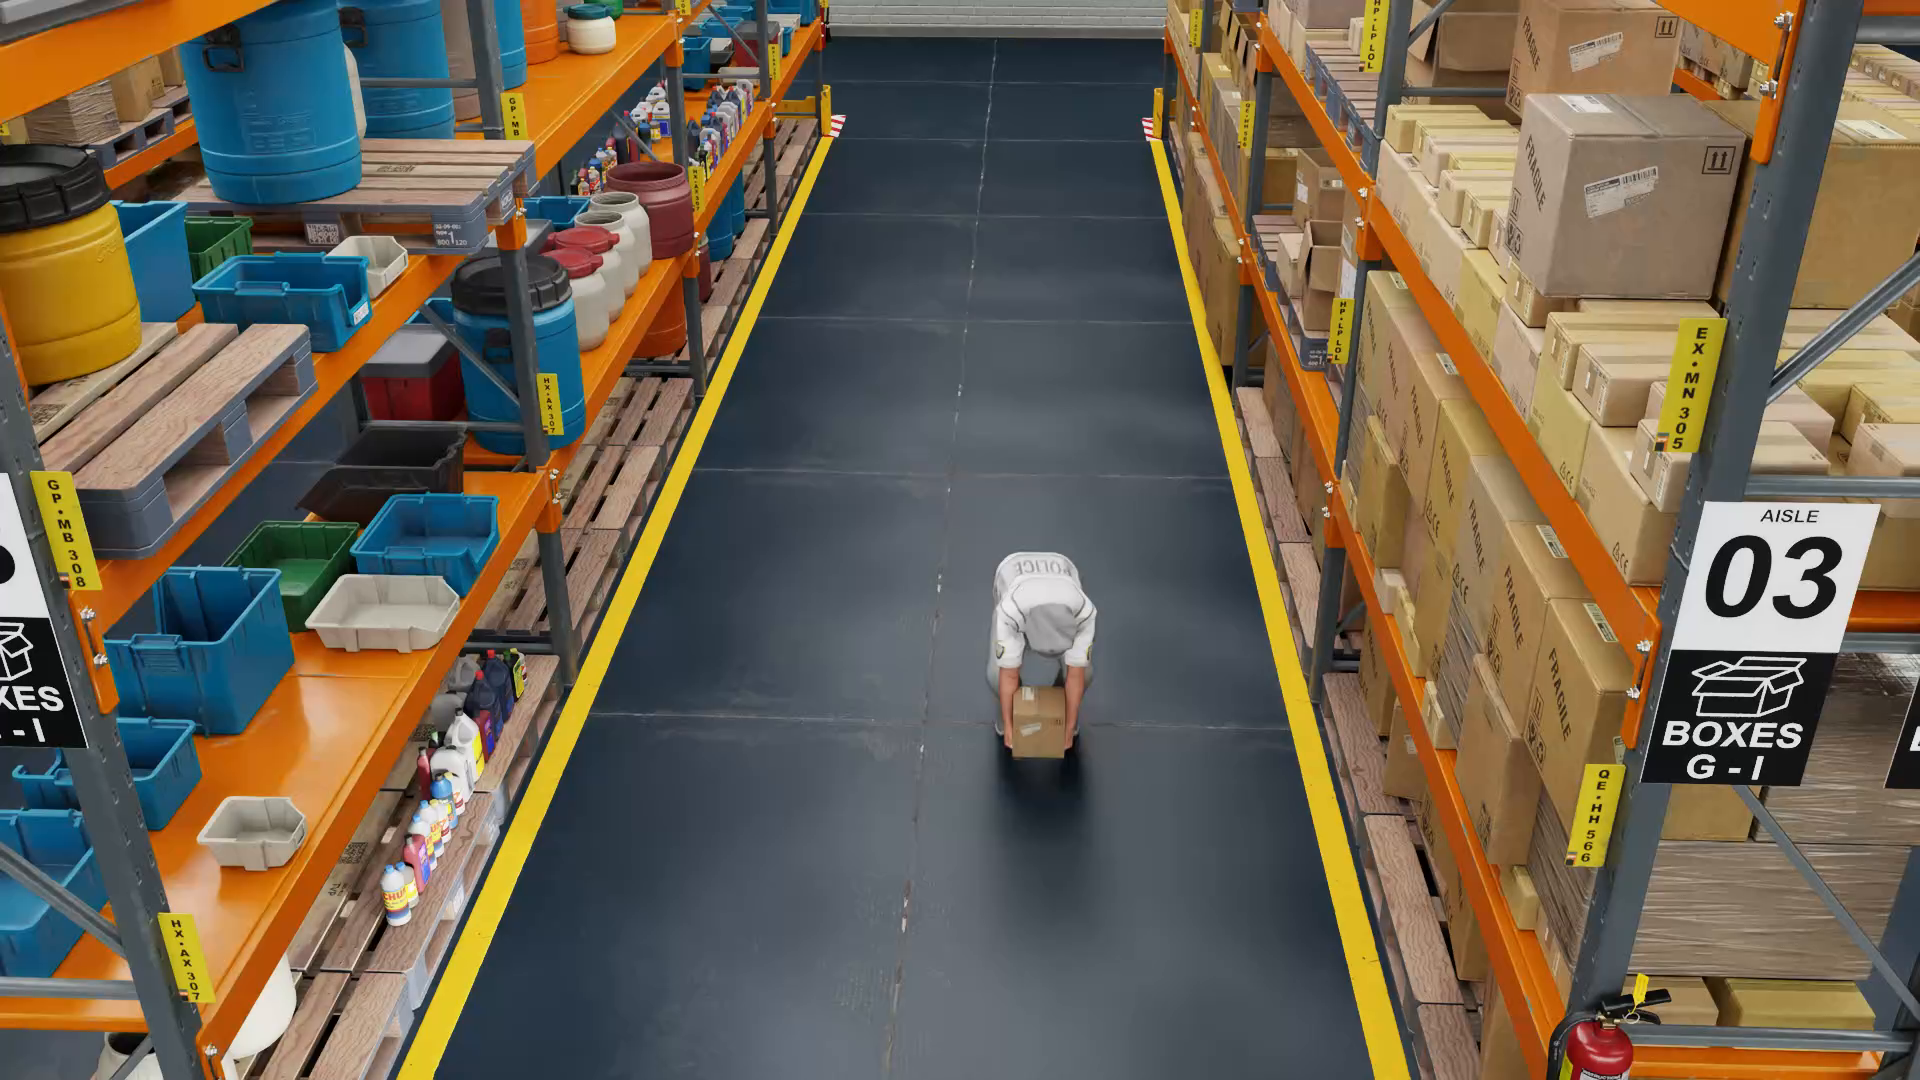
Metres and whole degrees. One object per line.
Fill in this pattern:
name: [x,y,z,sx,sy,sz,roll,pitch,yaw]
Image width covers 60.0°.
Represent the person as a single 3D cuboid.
person: [0.401,0.587,8.264,0.541,1.042,1.029,0,28,-1]
